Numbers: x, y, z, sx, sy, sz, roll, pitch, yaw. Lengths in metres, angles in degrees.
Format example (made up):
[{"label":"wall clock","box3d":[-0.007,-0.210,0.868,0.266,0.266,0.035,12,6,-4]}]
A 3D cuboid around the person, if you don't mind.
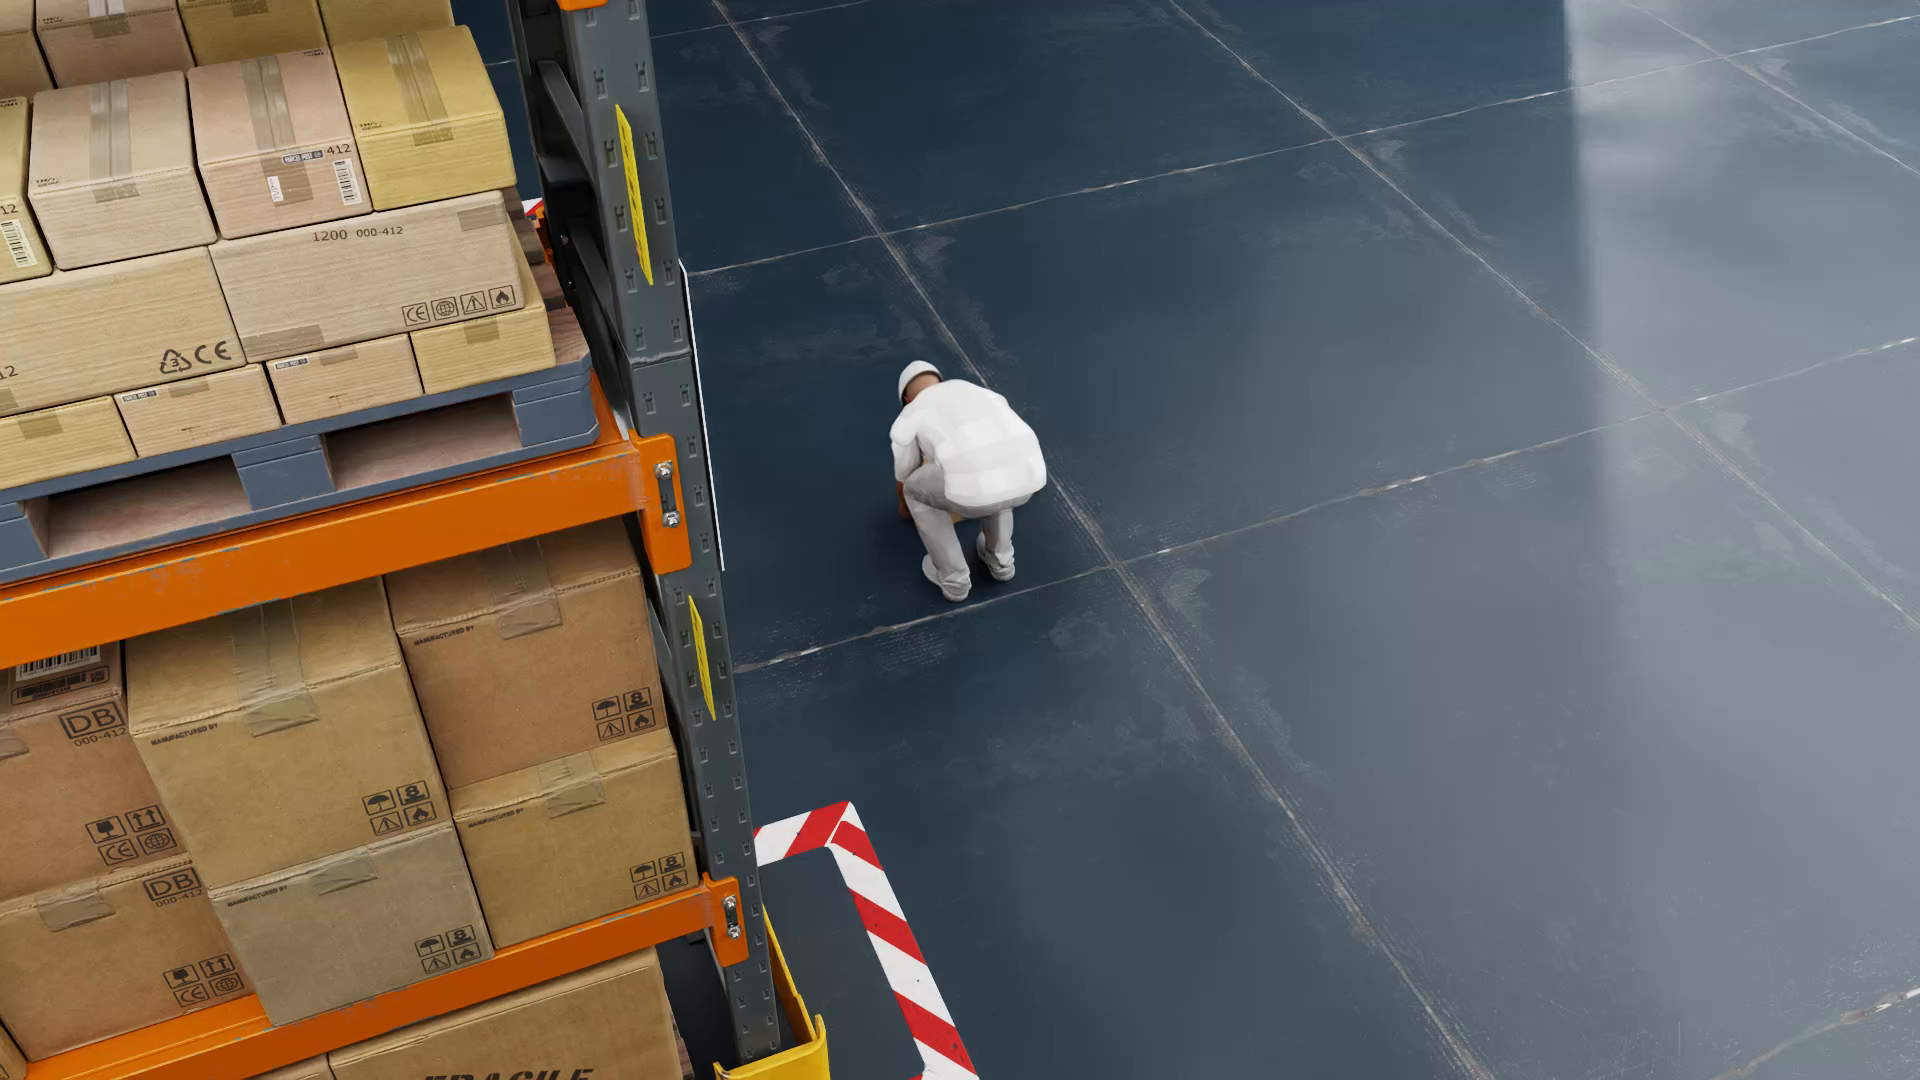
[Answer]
[{"label":"person","box3d":[0.054,-0.491,6.701,0.622,1.759,0.462,-17,44,-18]}]
